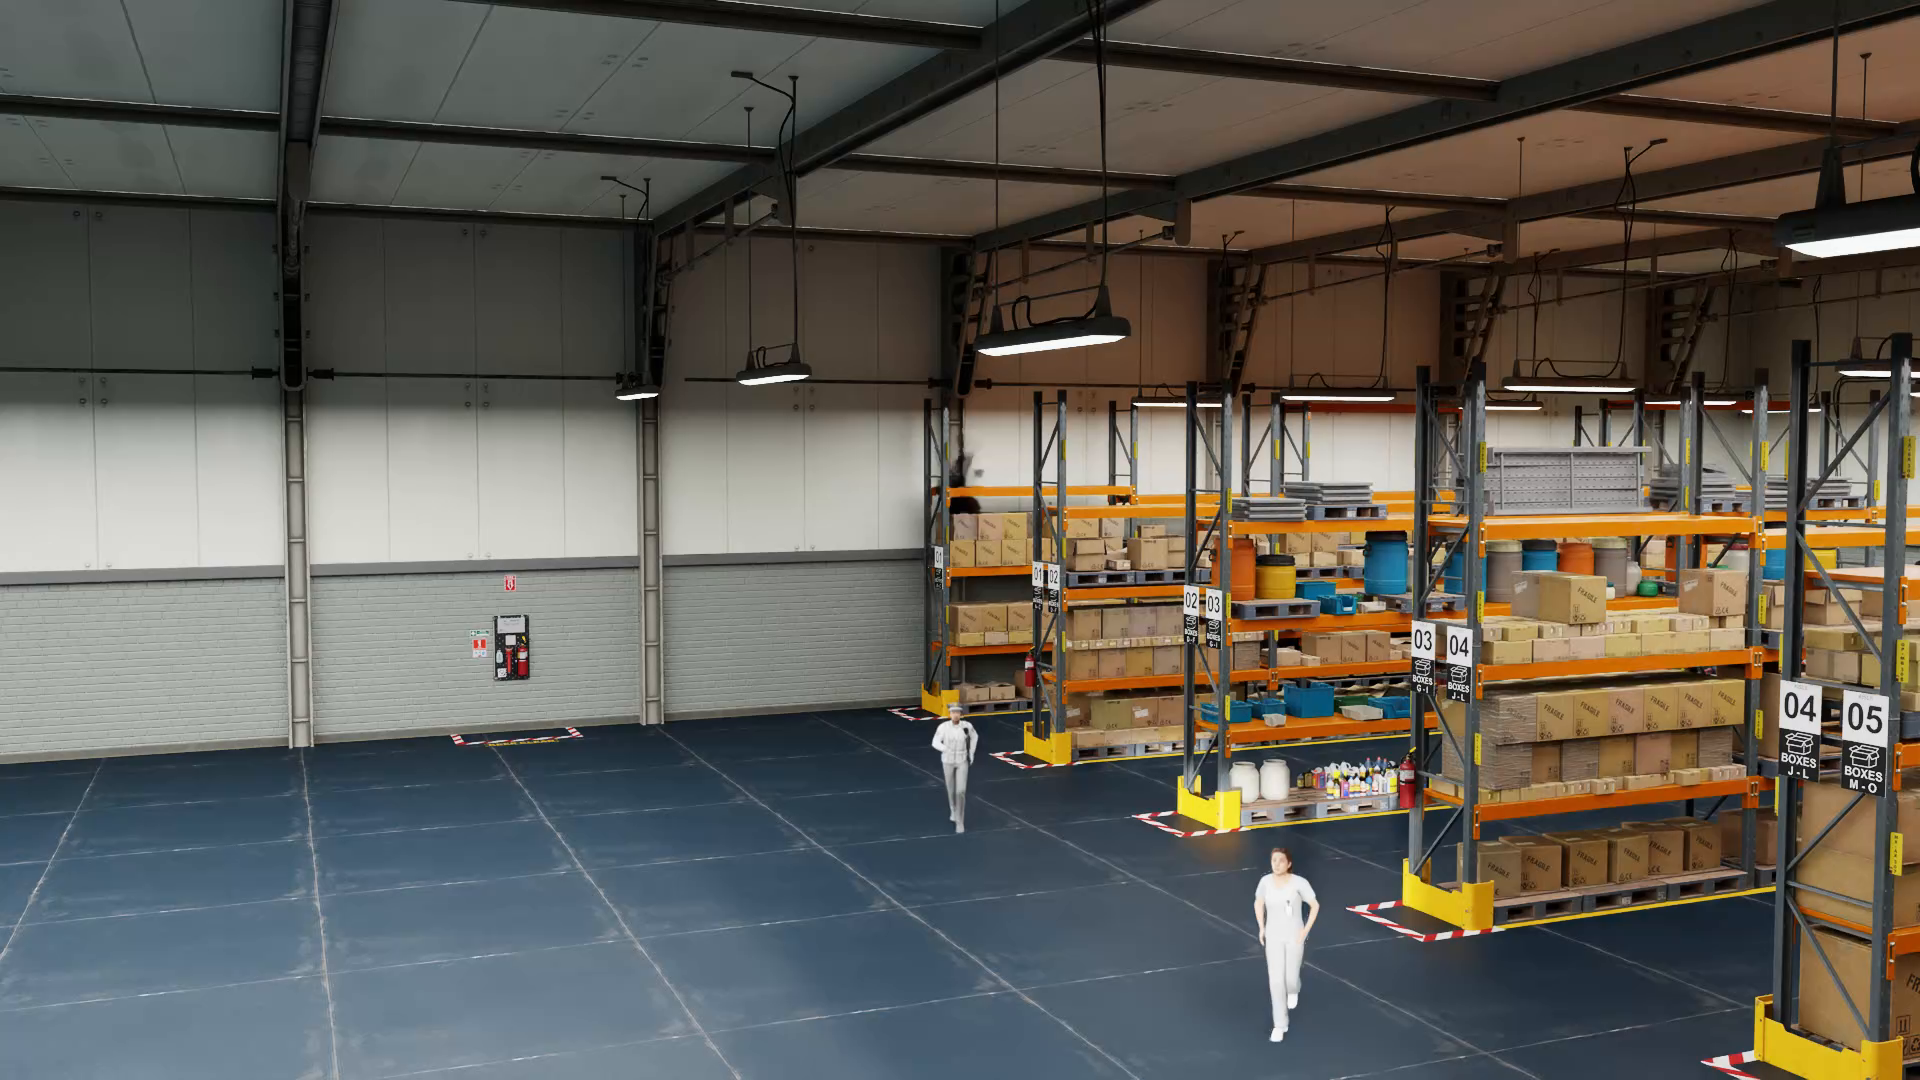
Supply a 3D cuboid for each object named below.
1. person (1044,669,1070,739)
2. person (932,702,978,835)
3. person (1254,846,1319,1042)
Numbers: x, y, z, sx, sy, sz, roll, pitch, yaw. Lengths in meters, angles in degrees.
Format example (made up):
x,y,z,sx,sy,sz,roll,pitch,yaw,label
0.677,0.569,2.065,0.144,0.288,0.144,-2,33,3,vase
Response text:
x,y,z,sx,sy,sz,roll,pitch,yaw,label
1.875,2.549,28.840,0.984,1.764,0.719,-2,4,-29,person
-0.070,3.012,22.265,0.596,1.742,0.783,0,3,4,person
2.870,3.489,14.602,0.569,1.663,0.698,1,4,22,person
